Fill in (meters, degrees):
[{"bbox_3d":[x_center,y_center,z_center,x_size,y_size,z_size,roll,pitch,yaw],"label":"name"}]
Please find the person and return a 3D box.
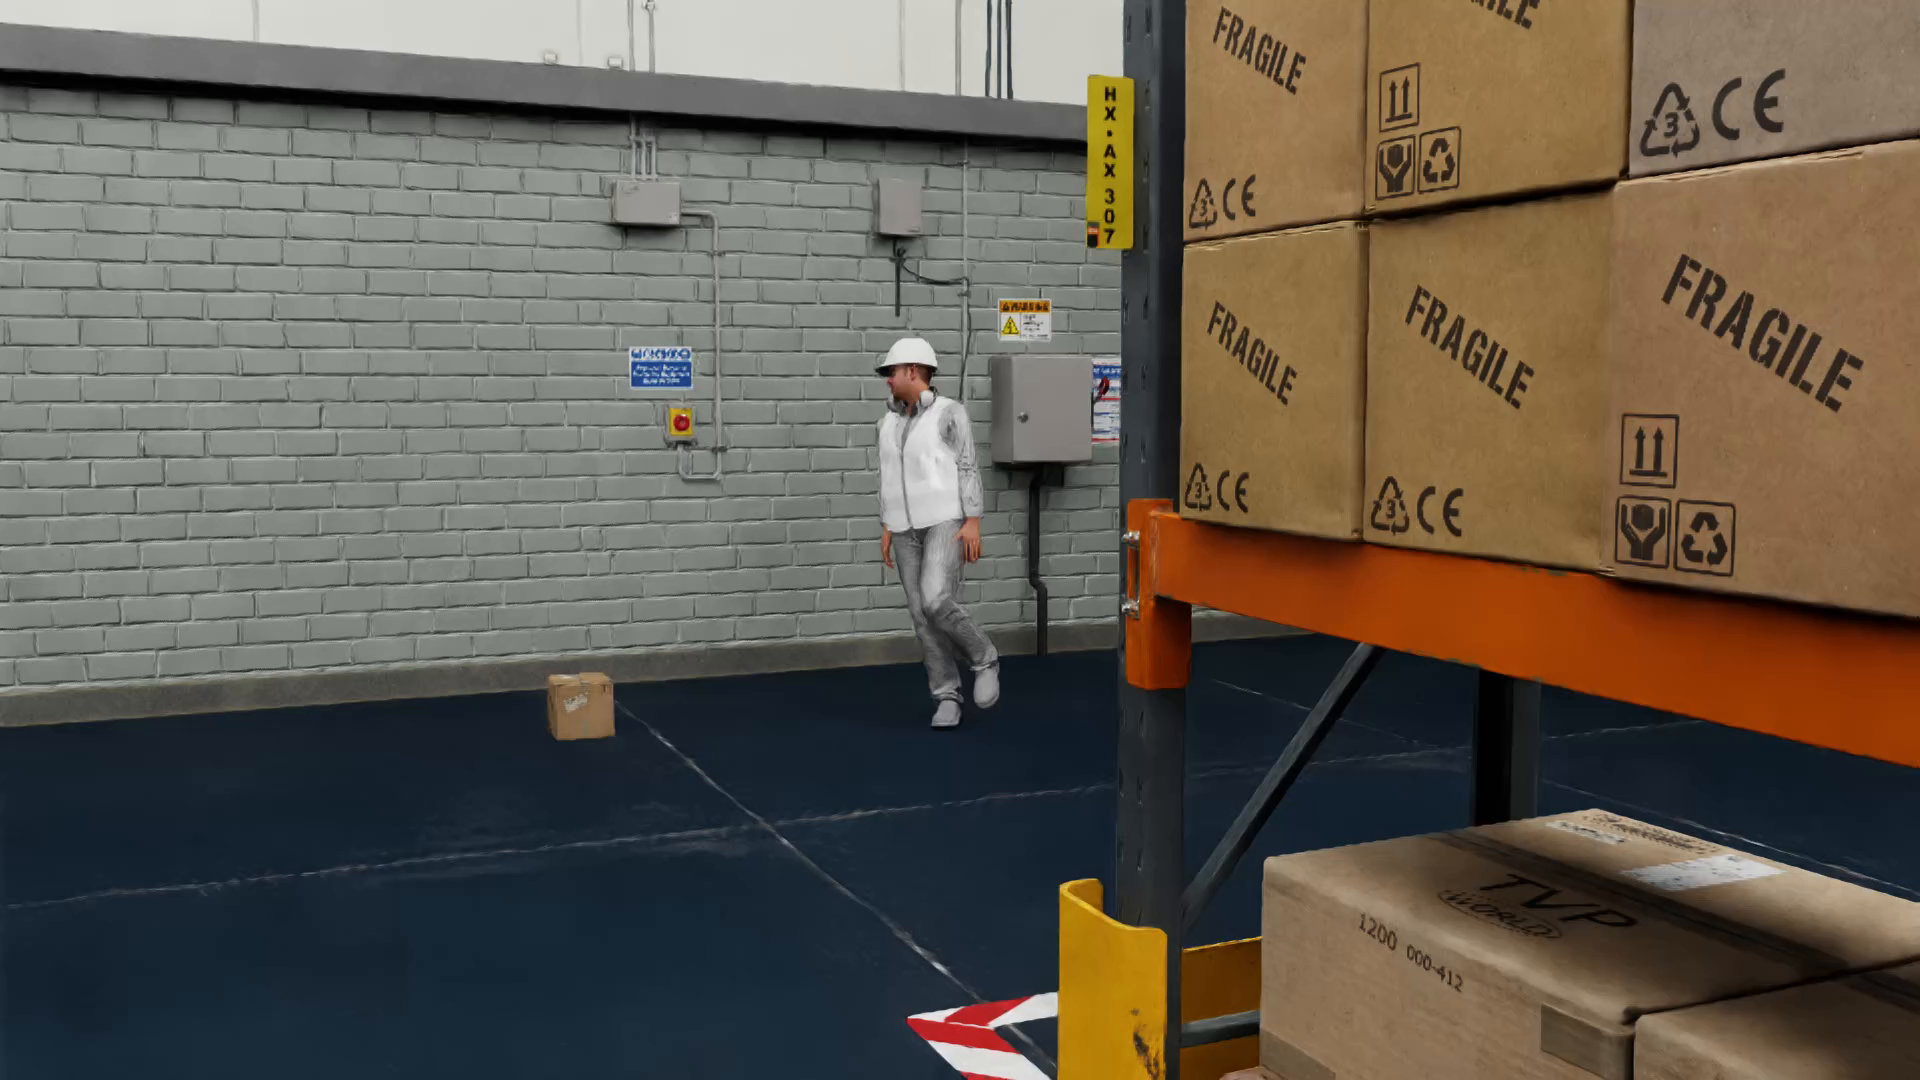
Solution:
[{"bbox_3d":[-0.148,-0.044,7.604,0.687,1.759,0.476,3,6,31],"label":"person"}]
